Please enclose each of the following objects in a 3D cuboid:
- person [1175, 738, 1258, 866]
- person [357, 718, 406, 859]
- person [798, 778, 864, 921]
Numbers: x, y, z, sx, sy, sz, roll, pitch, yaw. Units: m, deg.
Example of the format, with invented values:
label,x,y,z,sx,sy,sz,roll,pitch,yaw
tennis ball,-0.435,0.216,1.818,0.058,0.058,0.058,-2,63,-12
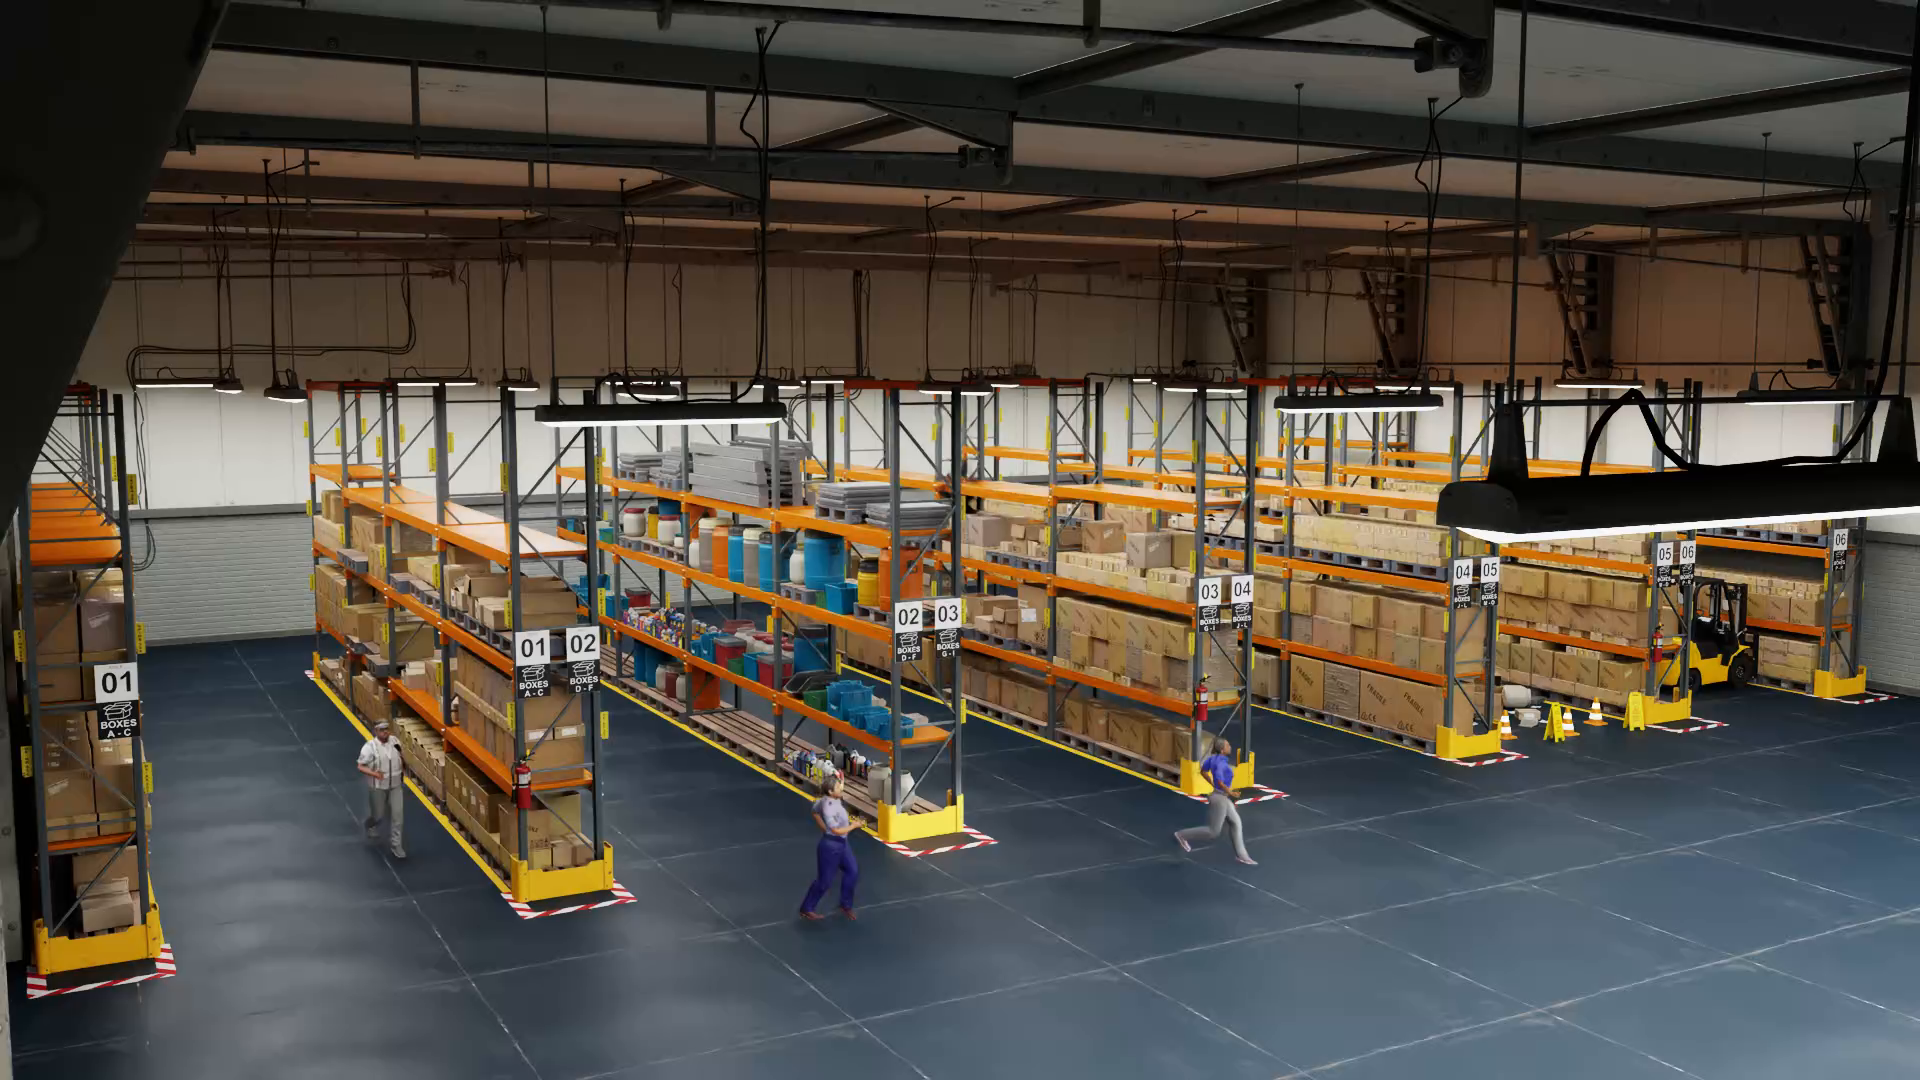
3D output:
label,x,y,z,sx,sy,sz,roll,pitch,yaw
person,3.251,3.320,20.975,1.034,1.643,0.547,1,6,6
person,-7.464,3.170,21.555,0.664,1.789,0.938,-5,8,-41
person,-1.453,3.531,18.799,0.750,1.700,0.576,0,6,1
